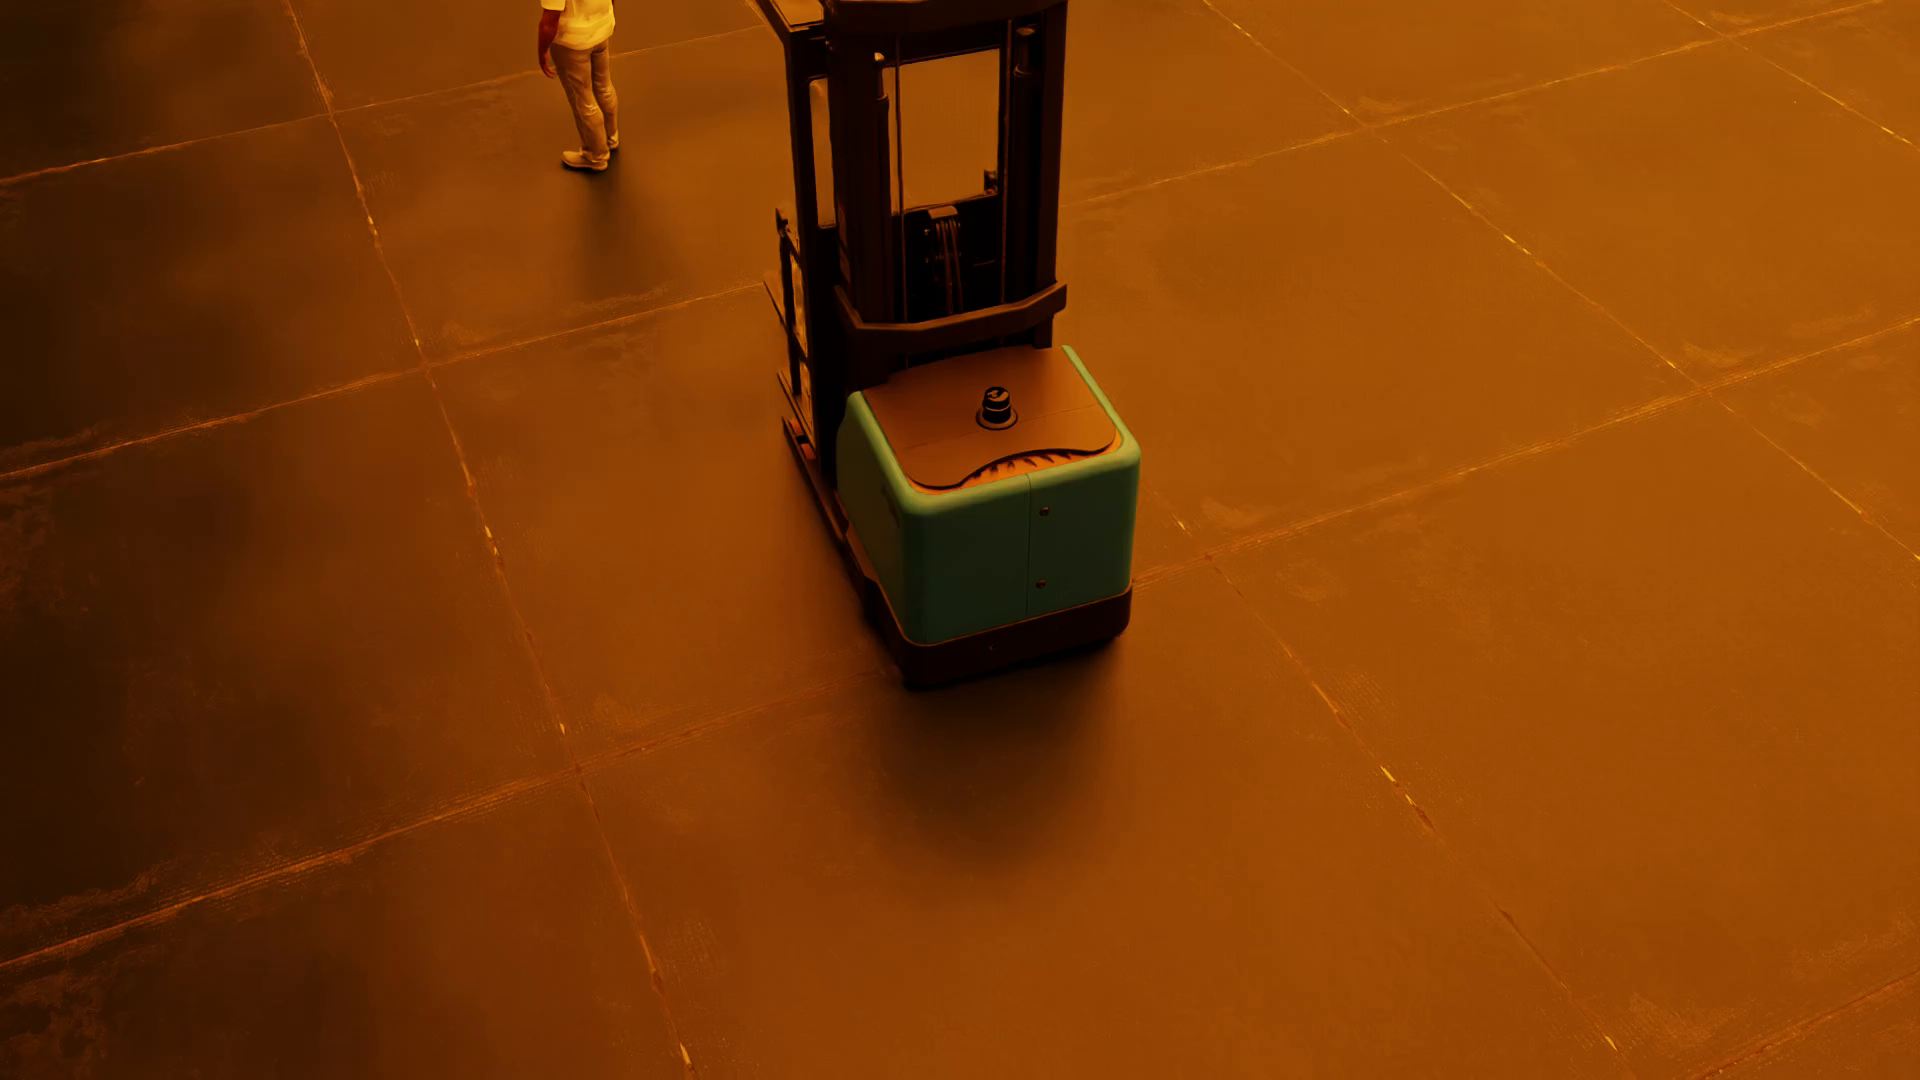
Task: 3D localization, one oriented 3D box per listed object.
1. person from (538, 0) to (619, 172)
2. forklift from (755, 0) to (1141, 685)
[{"bbox_3d":[-2.280,-2.988,9.727,0.570,1.767,0.665,22,47,22],"label":"person"},{"bbox_3d":[-0.237,-1.475,7.261,1.130,2.935,3.031,-14,45,-15],"label":"forklift"}]
